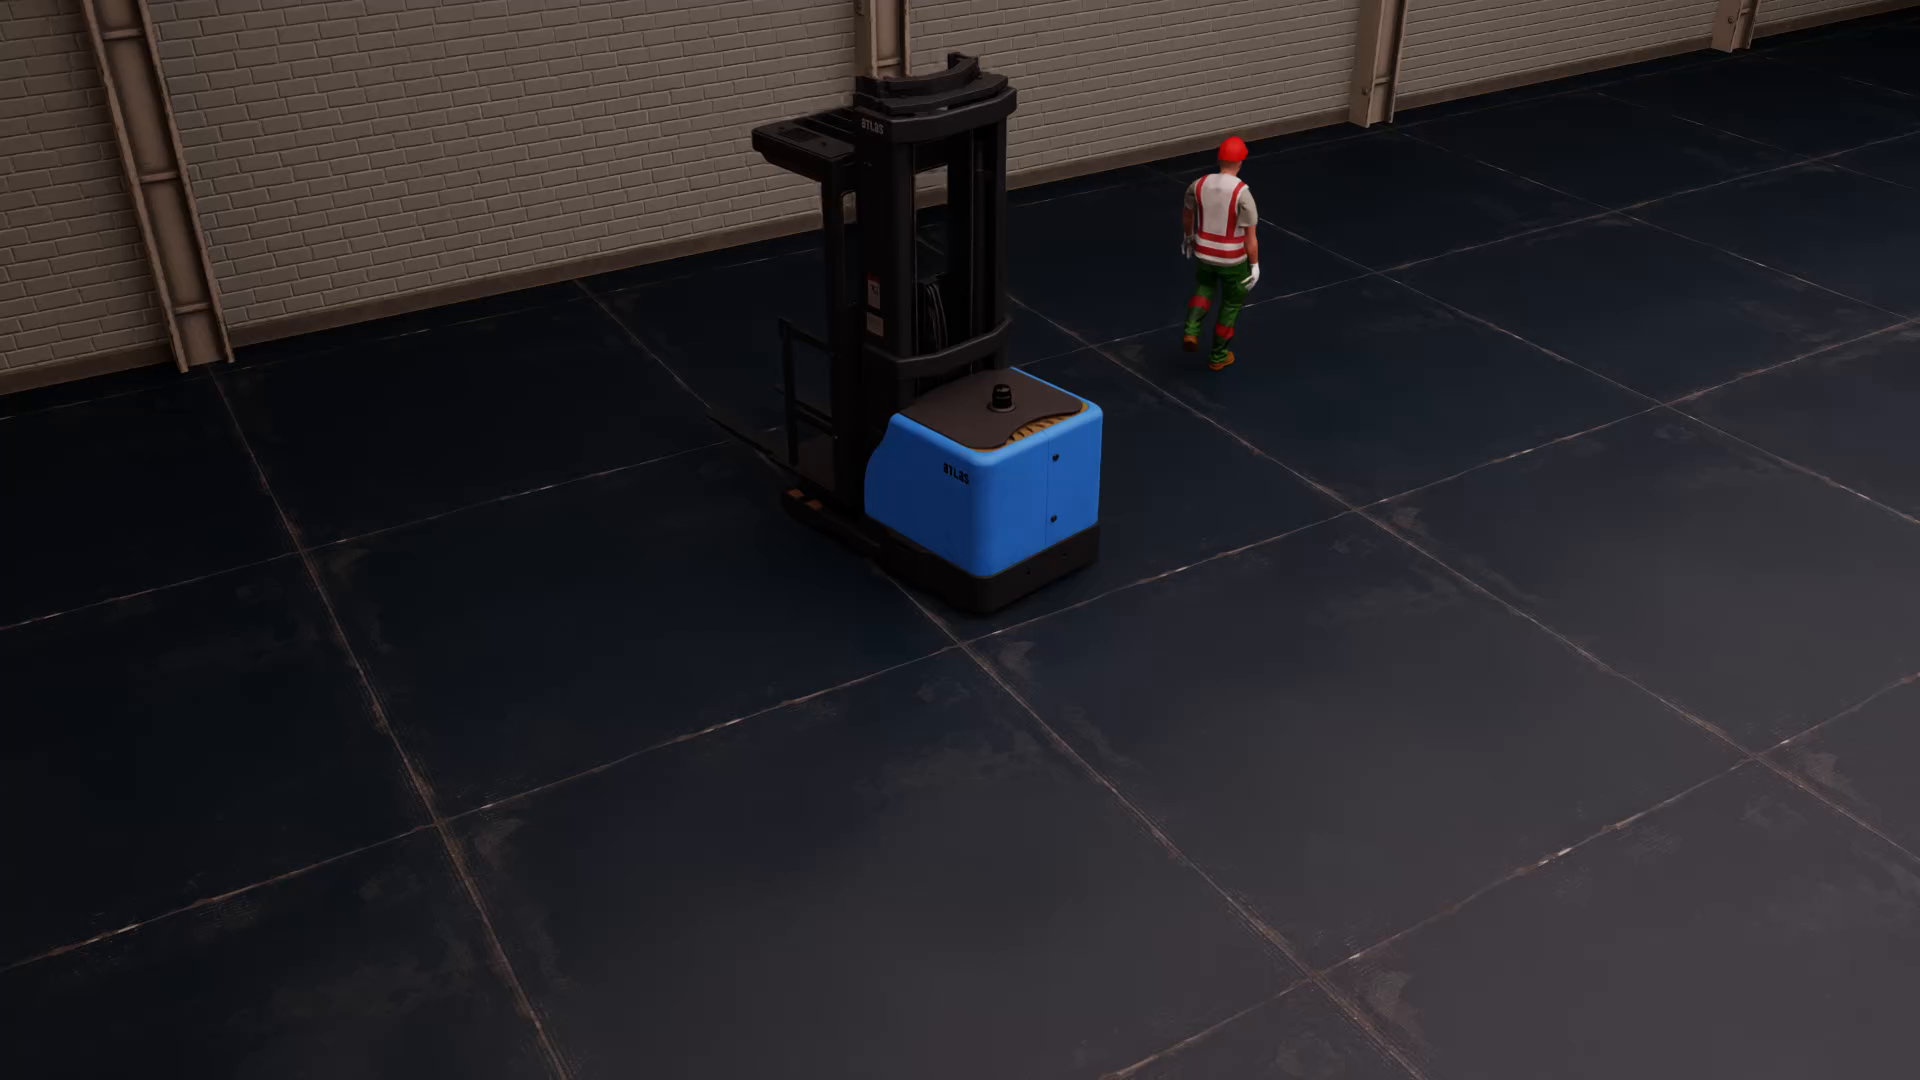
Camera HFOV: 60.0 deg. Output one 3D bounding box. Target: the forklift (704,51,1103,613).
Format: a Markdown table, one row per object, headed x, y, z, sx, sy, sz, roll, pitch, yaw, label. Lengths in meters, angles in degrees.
| x | y | z | sx | sy | sz | roll | pitch | yaw | label |
| --- | --- | --- | --- | --- | --- | --- | --- | --- | --- |
| -0.514 | -1.505 | 10.160 | 1.130 | 2.935 | 3.031 | -25 | 39 | -36 | forklift |

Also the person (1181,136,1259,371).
| x | y | z | sx | sy | sz | roll | pitch | yaw | label |
| --- | --- | --- | --- | --- | --- | --- | --- | --- | --- |
| 1.947 | -2.129 | 12.337 | 0.719 | 1.767 | 0.468 | 20 | 36 | 29 | person |
